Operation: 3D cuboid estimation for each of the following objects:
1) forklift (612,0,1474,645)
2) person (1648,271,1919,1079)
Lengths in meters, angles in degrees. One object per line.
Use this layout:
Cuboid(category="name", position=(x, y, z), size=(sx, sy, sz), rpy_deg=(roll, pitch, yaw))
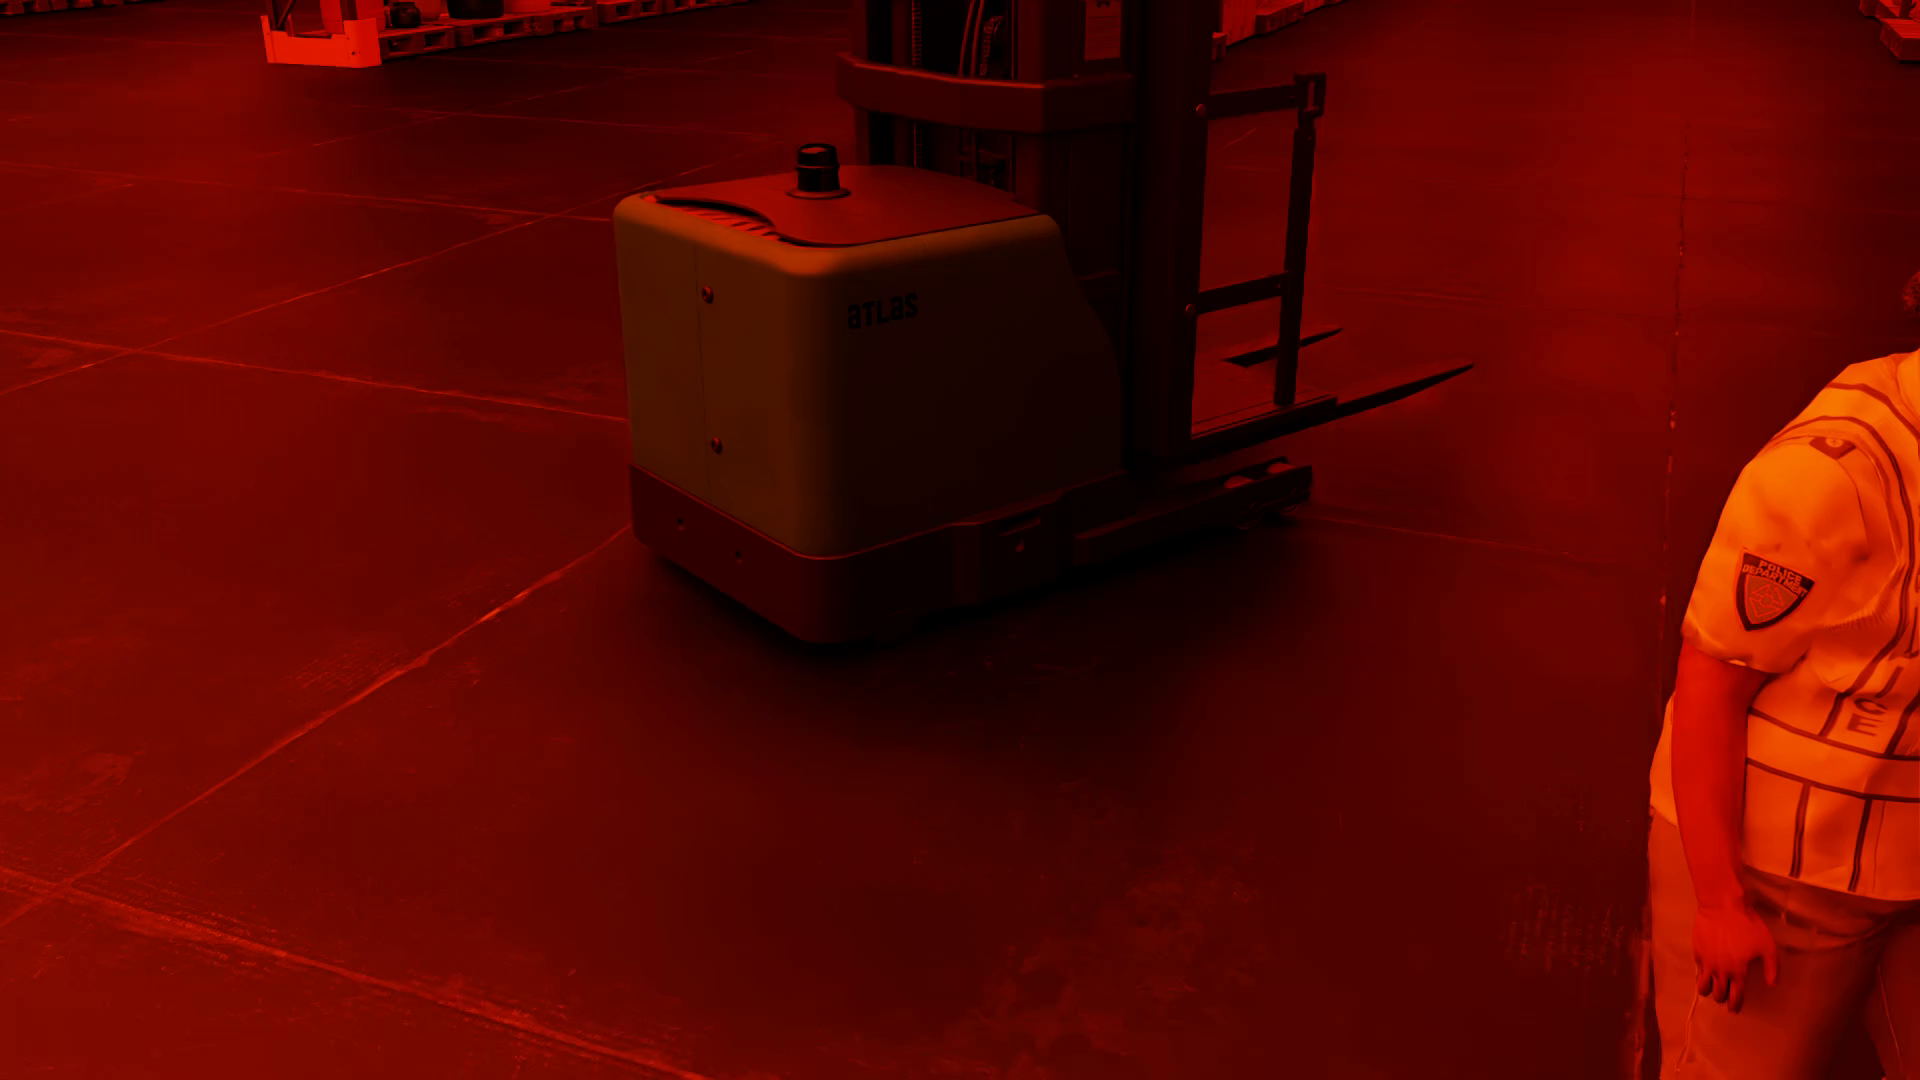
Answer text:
Cuboid(category="forklift", position=(0.490, -1.526, 4.943), size=(3.031, 2.935, 1.130), rpy_deg=(-17, 28, -35))
Cuboid(category="person", position=(1.103, 0.406, 2.013), size=(0.561, 1.686, 0.475), rpy_deg=(-7, 24, -17))
